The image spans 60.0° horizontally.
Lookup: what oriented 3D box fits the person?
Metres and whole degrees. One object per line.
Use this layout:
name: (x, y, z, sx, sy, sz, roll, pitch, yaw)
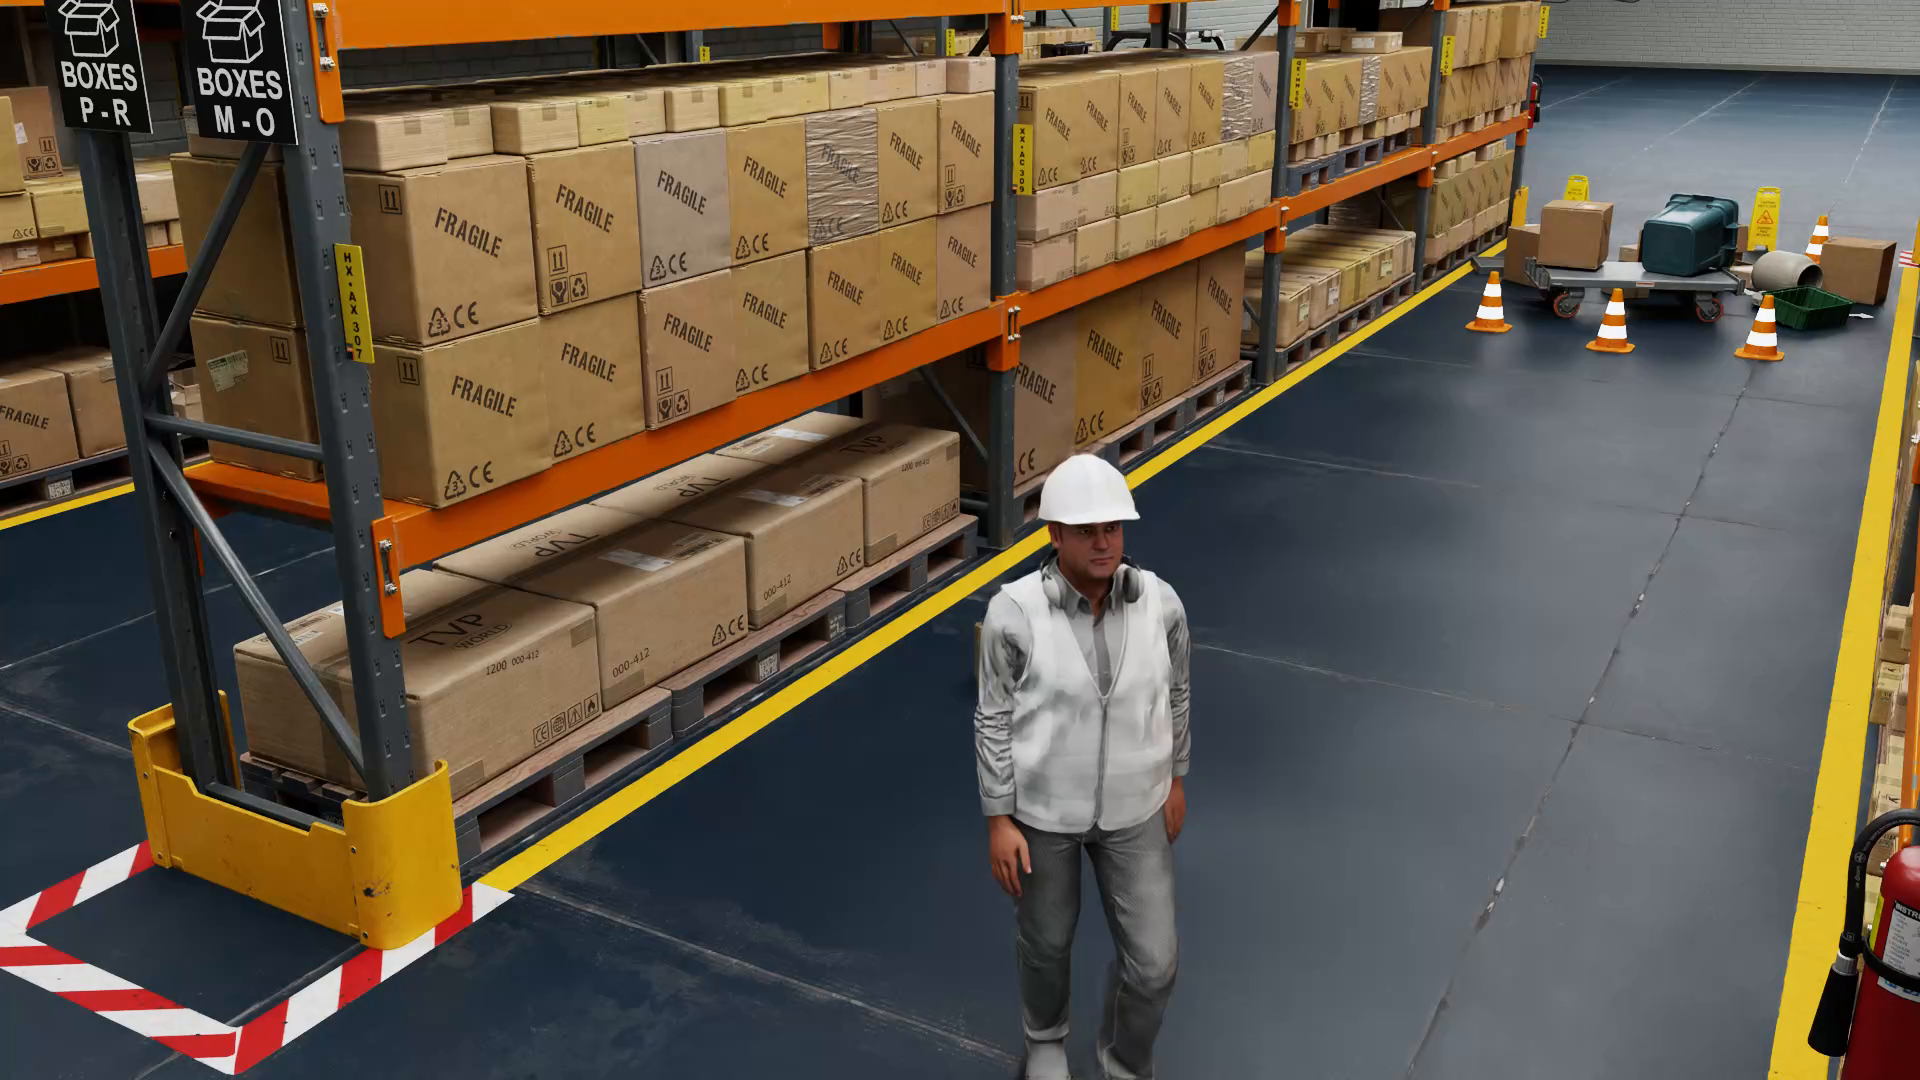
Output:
person: (0.309, 0.681, 4.141, 0.567, 1.846, 0.541, -3, 20, -9)
